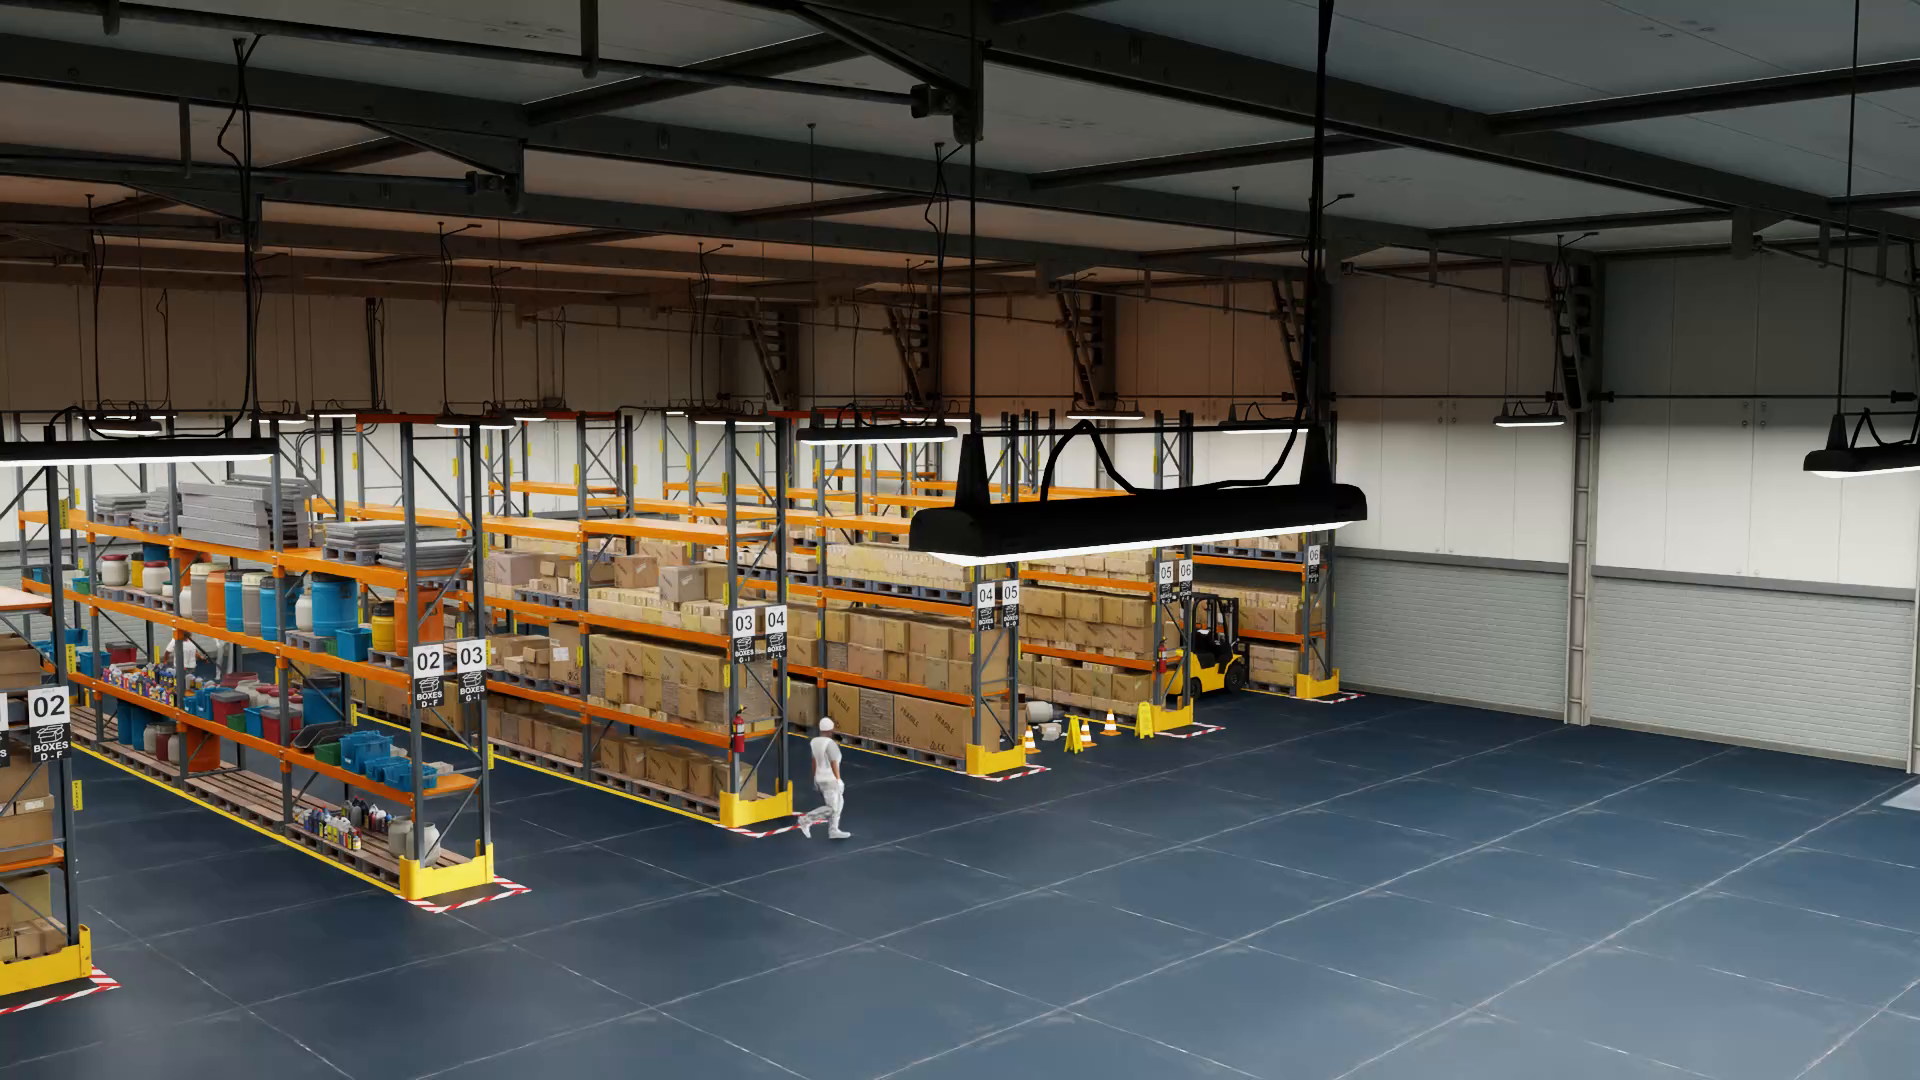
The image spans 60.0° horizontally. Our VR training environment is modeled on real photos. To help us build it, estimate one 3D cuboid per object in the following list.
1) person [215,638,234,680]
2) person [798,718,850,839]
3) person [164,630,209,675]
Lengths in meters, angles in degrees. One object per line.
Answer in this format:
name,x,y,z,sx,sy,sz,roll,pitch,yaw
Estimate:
person,-16.476,2.280,37.310,0.537,1.736,0.388,-4,6,-36
person,-1.933,3.392,23.601,0.749,1.755,0.496,0,5,-5
person,-15.660,2.564,33.616,1.003,1.741,0.766,5,7,44
